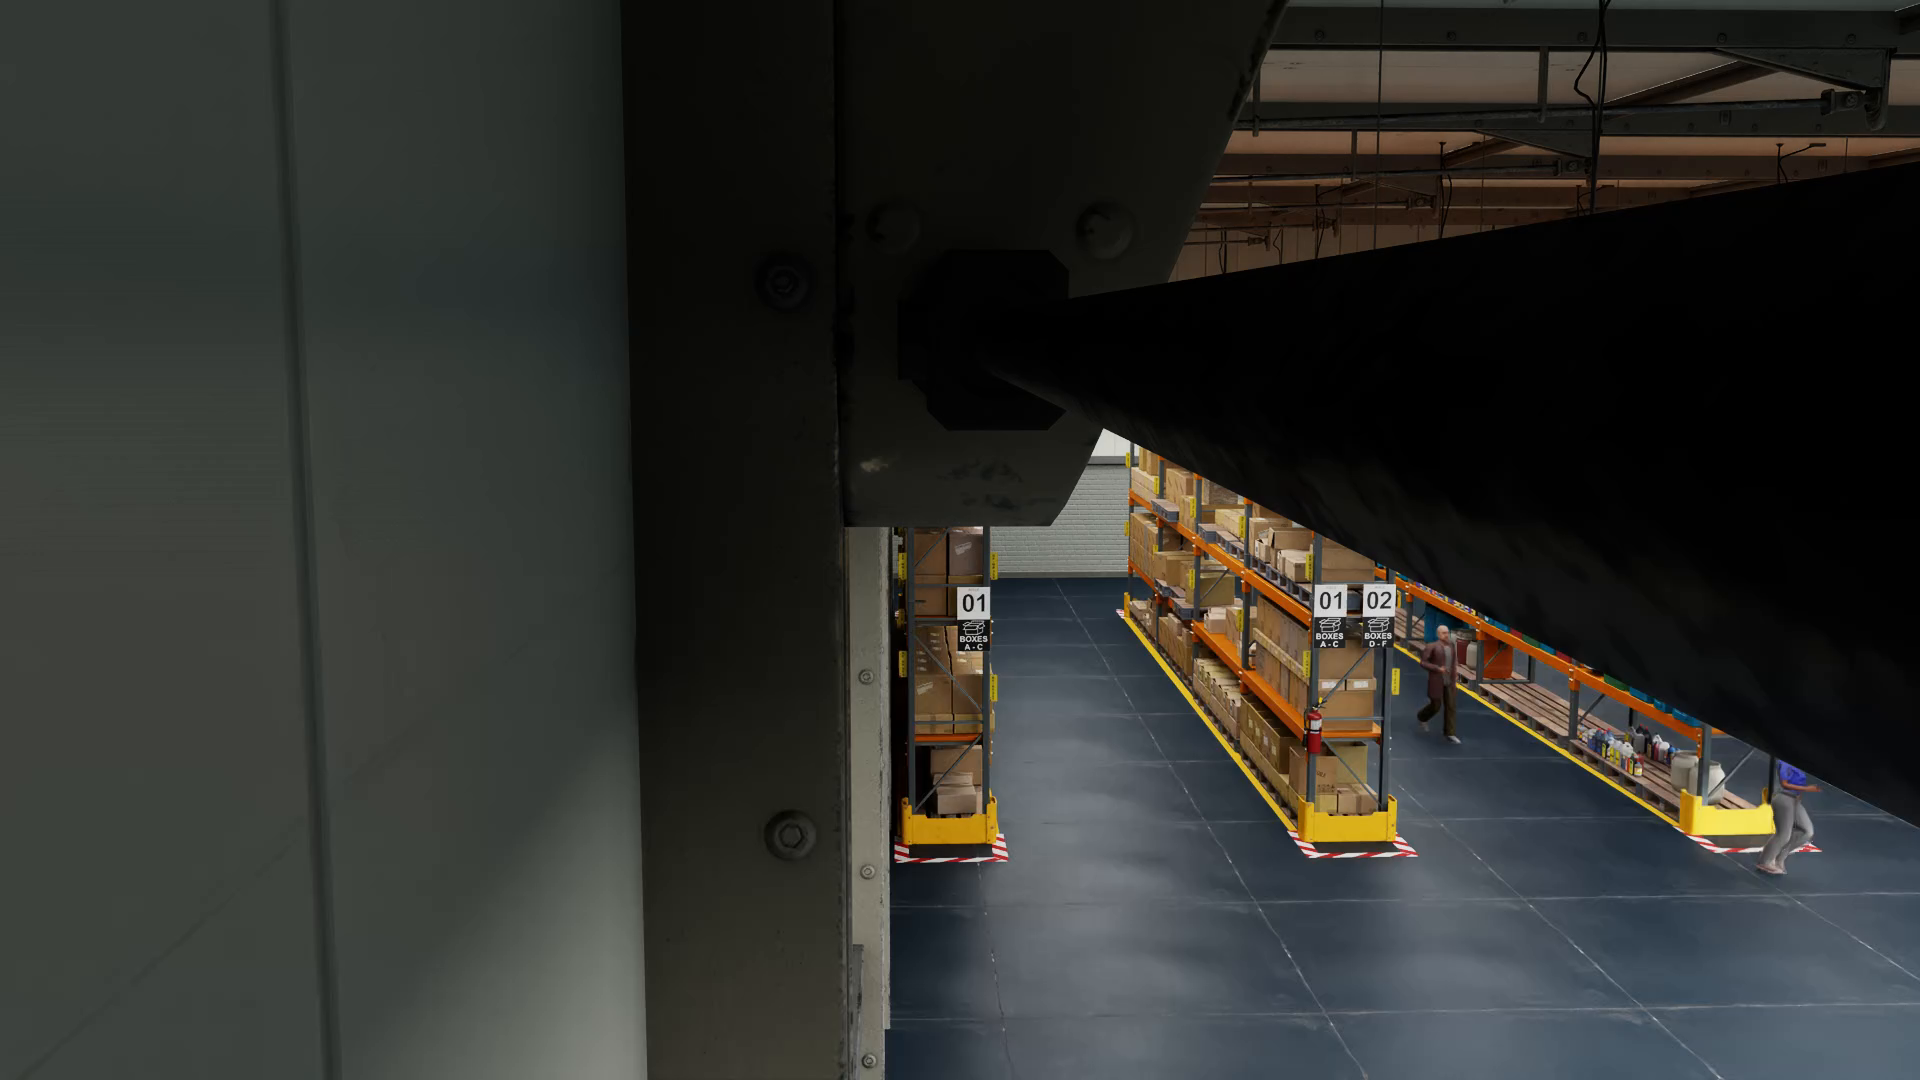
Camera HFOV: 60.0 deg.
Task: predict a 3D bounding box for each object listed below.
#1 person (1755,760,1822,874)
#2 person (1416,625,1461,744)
[{"bbox_3d":[9.659,3.073,19.281,0.637,1.631,0.586,6,10,40],"label":"person"},{"bbox_3d":[7.354,2.172,25.423,0.715,1.756,1.000,-2,8,-17],"label":"person"}]
